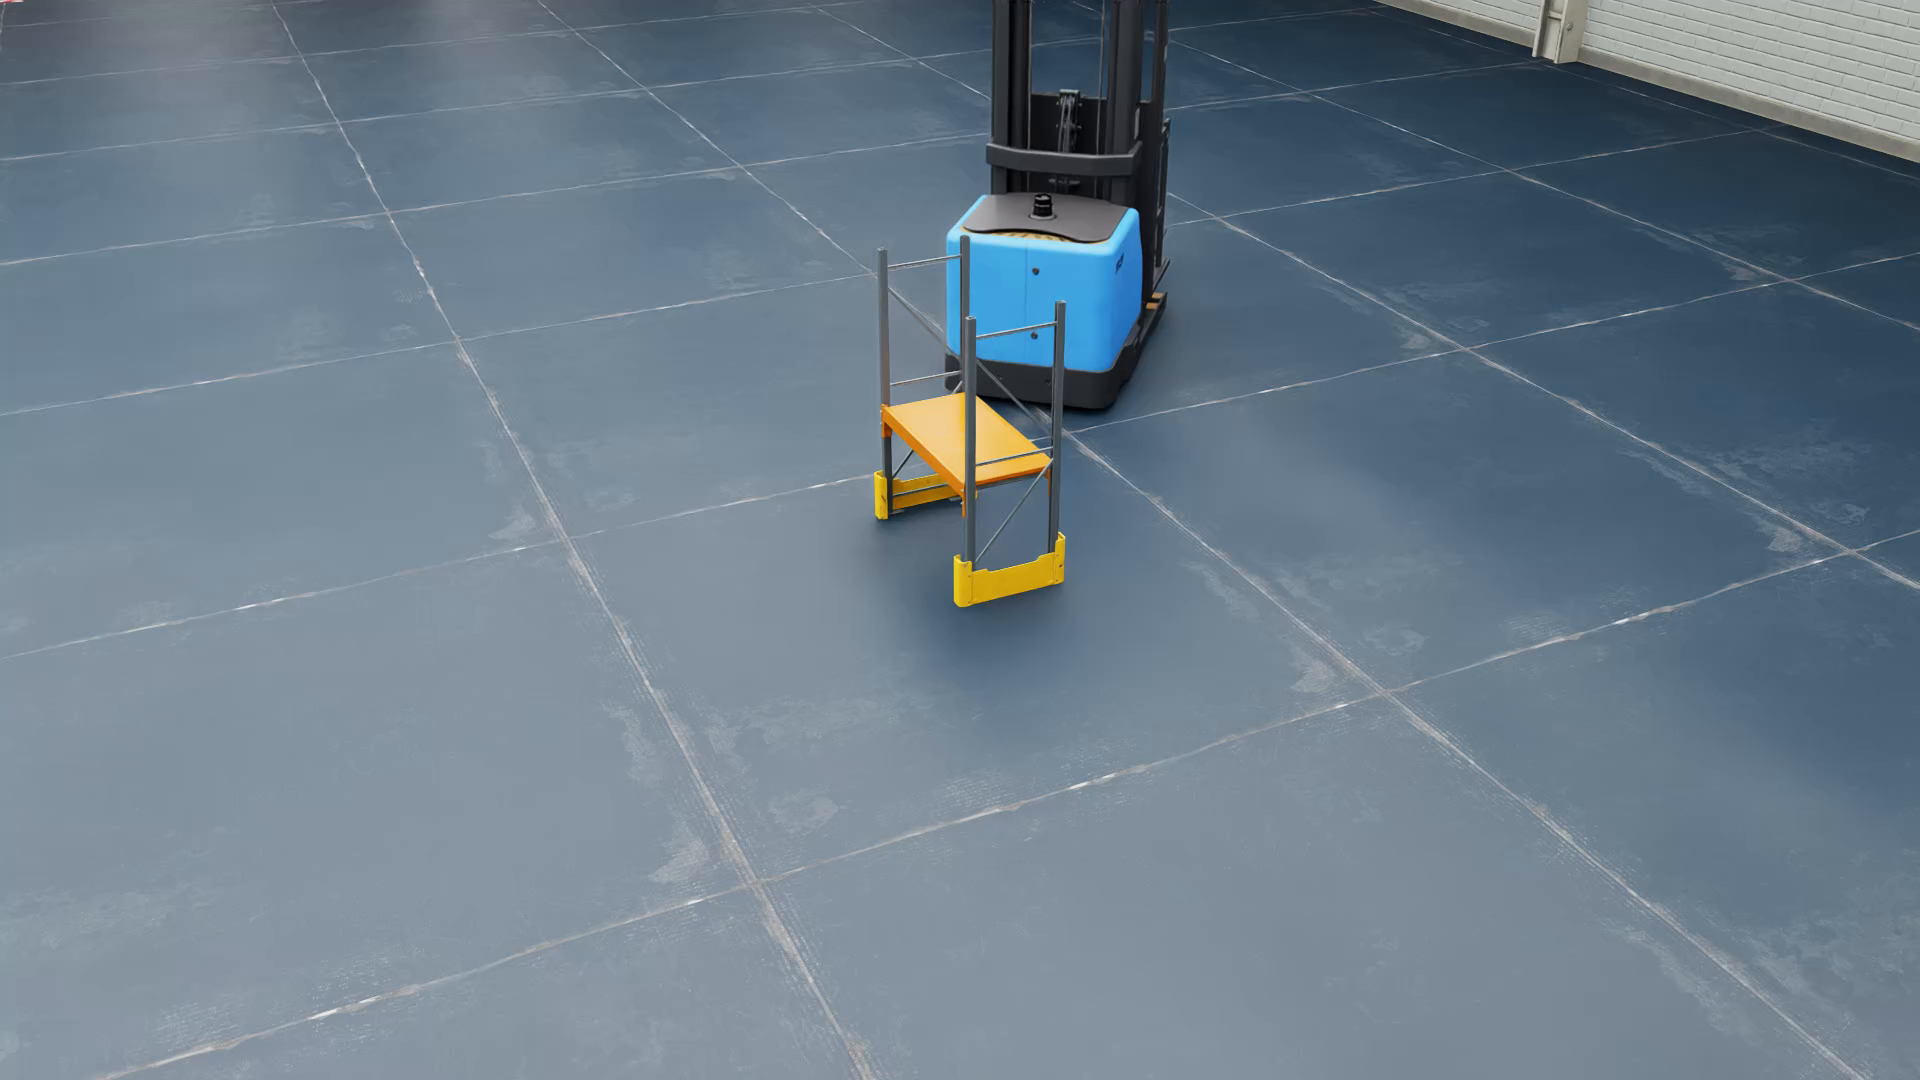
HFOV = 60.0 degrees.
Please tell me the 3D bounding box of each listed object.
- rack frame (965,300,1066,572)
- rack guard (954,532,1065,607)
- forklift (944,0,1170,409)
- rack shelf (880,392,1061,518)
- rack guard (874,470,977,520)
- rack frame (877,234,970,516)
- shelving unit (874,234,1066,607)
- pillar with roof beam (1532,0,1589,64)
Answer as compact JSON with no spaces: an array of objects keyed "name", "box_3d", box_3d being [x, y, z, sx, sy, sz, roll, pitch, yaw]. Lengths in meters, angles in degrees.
[{"name":"rack frame","box_3d":[0.255,-0.392,7.916,0.500,1.500,0.032,-13,32,-22]},{"name":"rack guard","box_3d":[0.247,0.145,8.236,0.587,0.250,0.087,-13,32,-22]},{"name":"forklift","box_3d":[0.804,-2.775,10.702,1.130,2.935,3.031,8,30,14]},{"name":"rack shelf","box_3d":[0.037,-0.460,8.404,0.538,0.185,1.000,-13,32,-22]},{"name":"rack guard","box_3d":[-0.181,-0.295,9.021,0.587,0.250,0.087,-13,32,-22]},{"name":"rack frame","box_3d":[-0.182,-0.841,8.716,0.500,1.500,0.032,-13,32,-22]},{"name":"shelving unit","box_3d":[0.033,-0.620,8.323,0.587,1.500,1.083,-13,32,-22]},{"name":"pillar with roof beam","box_3d":[2.590,-8.264,14.287,9.100,9.000,0.400,-13,32,-22]}]
